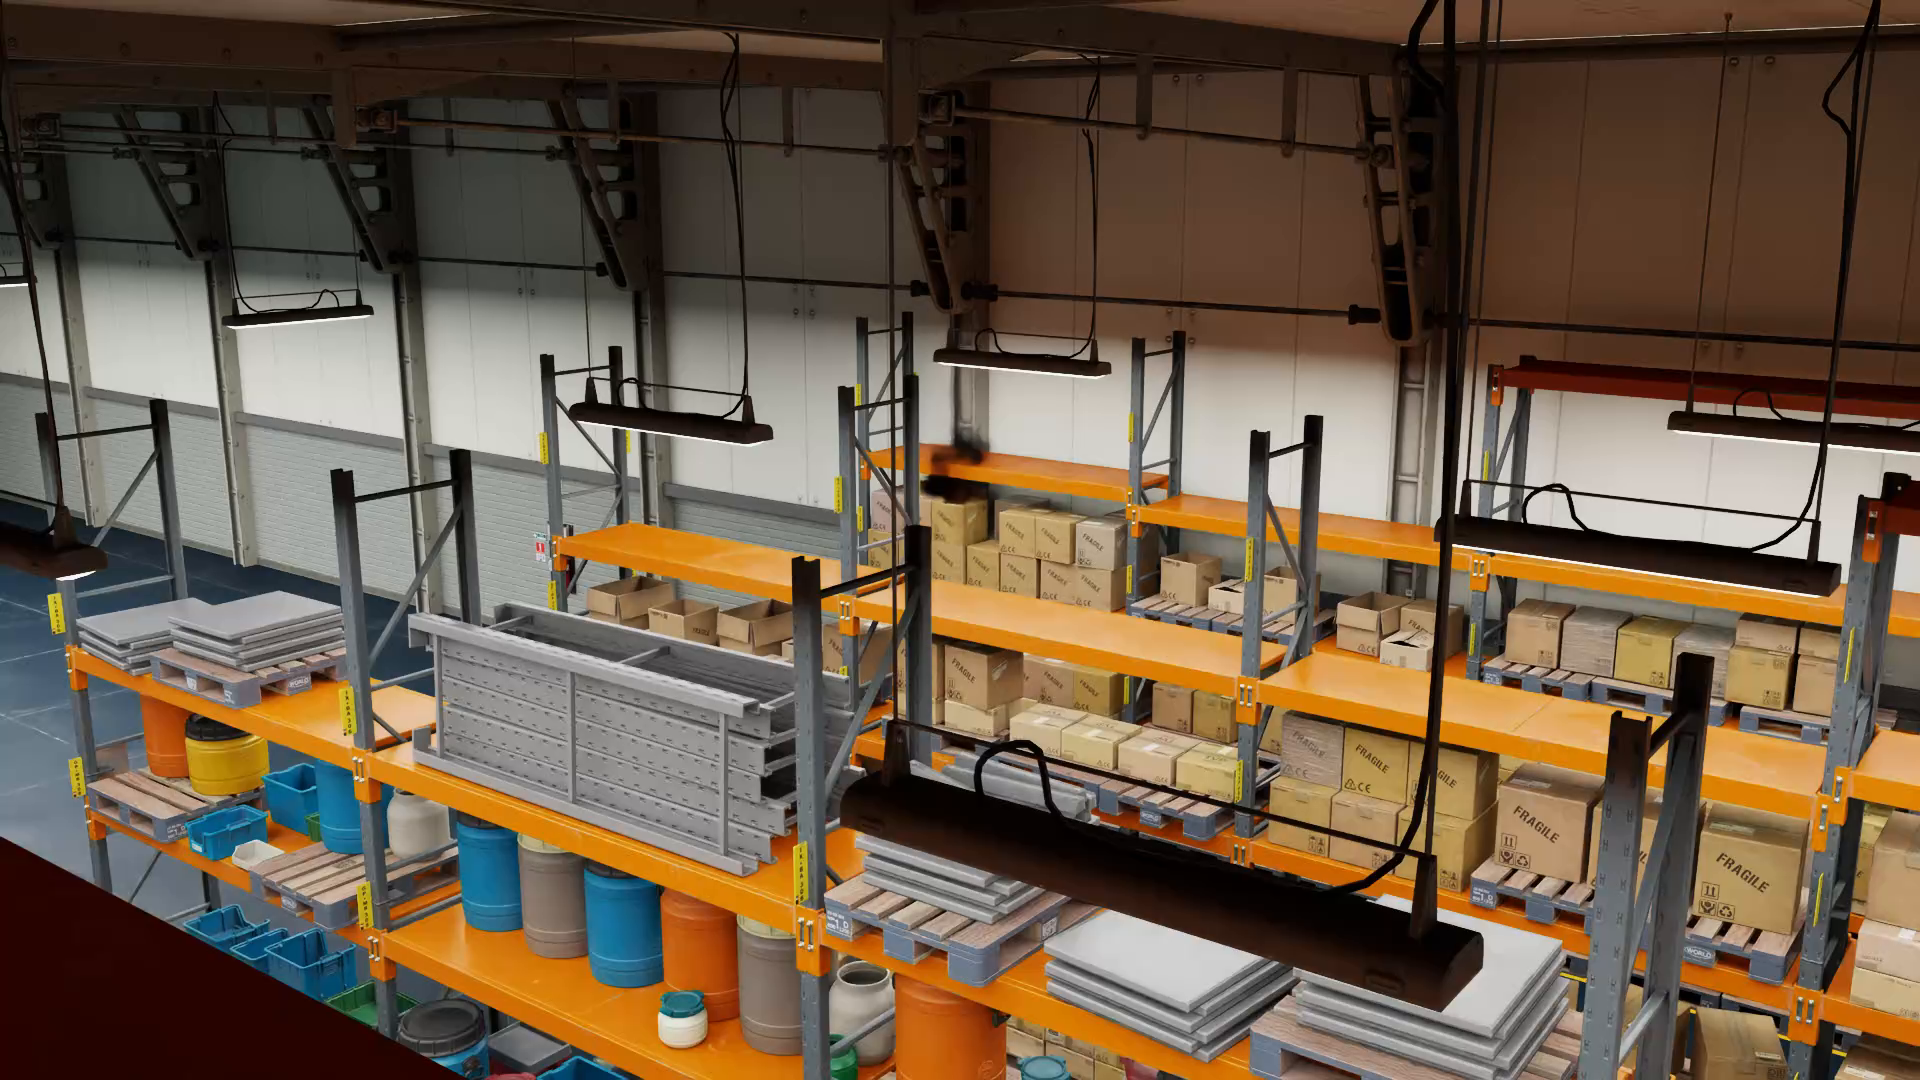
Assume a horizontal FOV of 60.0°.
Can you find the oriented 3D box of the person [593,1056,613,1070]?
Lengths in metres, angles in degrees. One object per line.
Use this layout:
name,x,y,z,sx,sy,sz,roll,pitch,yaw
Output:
person,-2.912,3.928,14.506,0.923,1.818,0.690,6,14,23
